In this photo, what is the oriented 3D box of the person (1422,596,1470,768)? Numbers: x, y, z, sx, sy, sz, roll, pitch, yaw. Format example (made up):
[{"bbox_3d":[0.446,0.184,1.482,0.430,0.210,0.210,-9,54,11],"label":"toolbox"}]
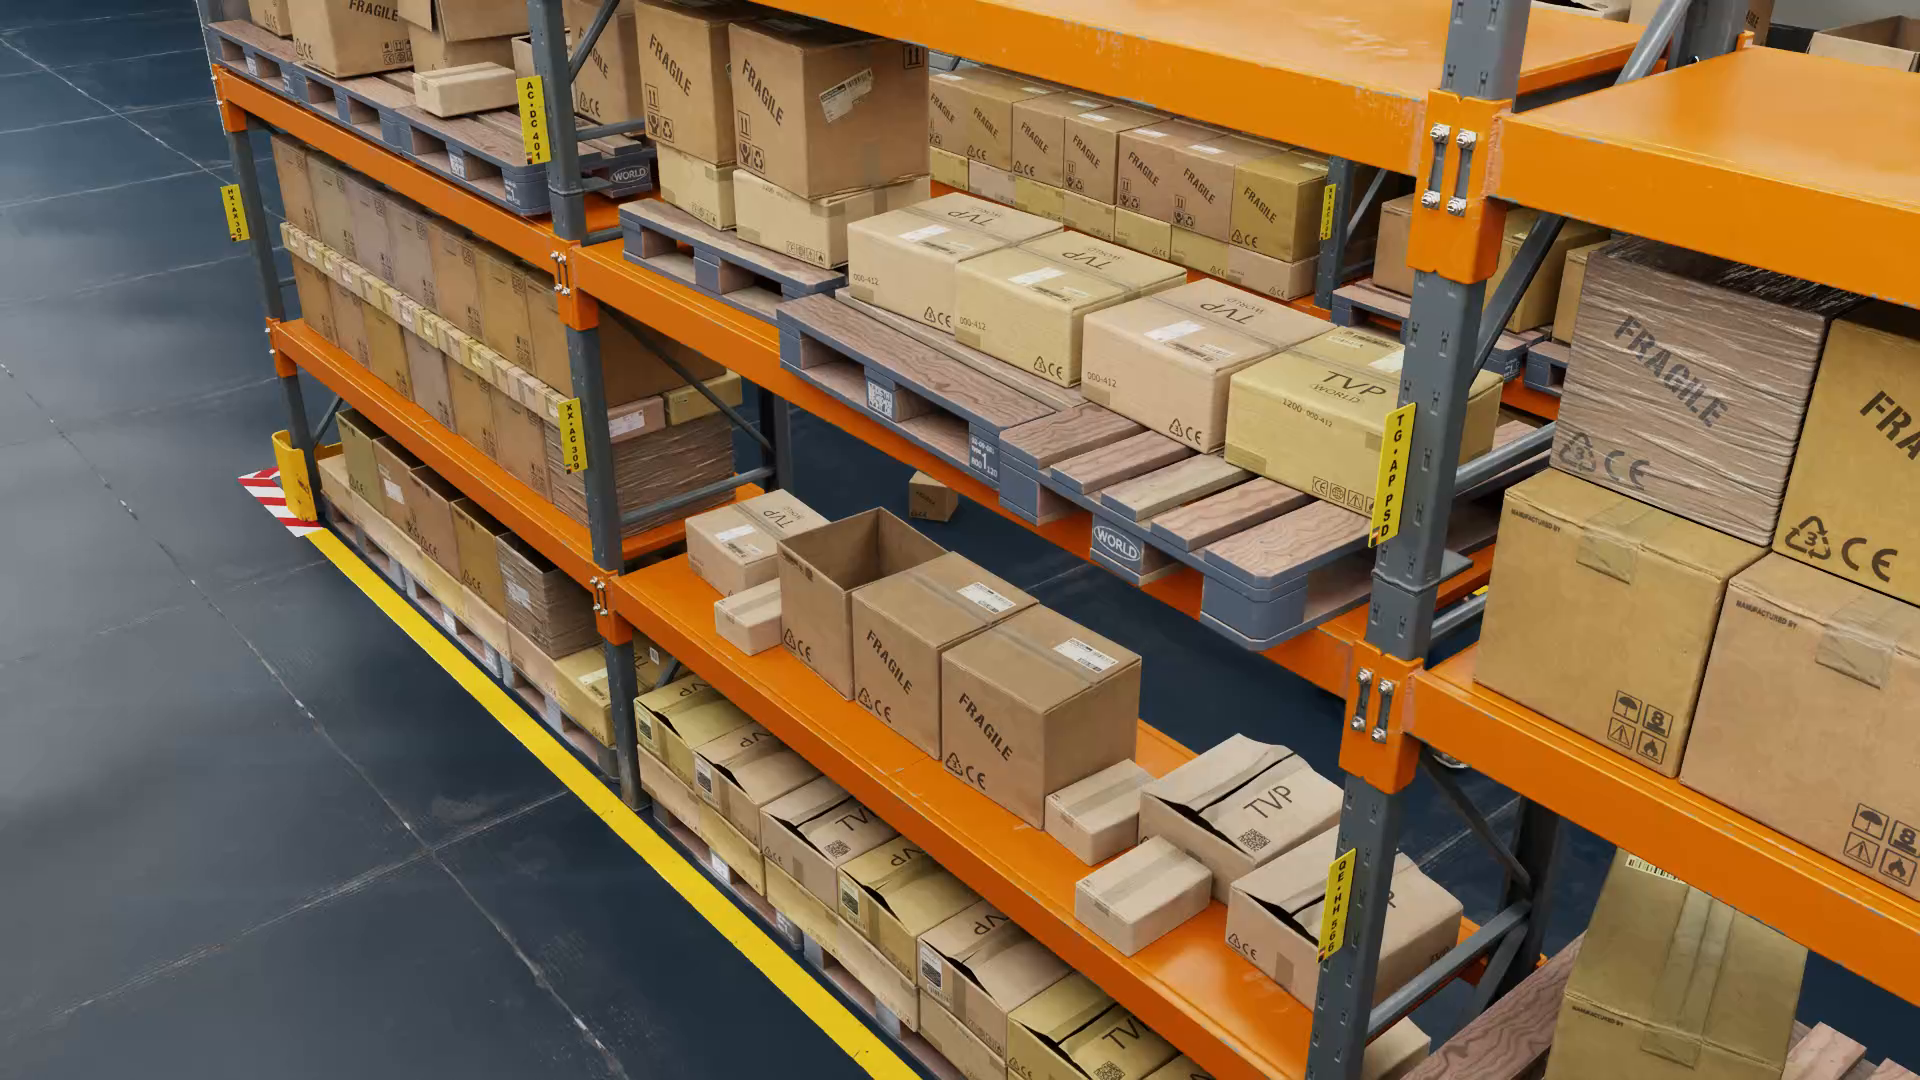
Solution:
[{"bbox_3d":[2.225,0.272,8.123,0.936,1.546,0.410,24,37,37],"label":"person"}]
